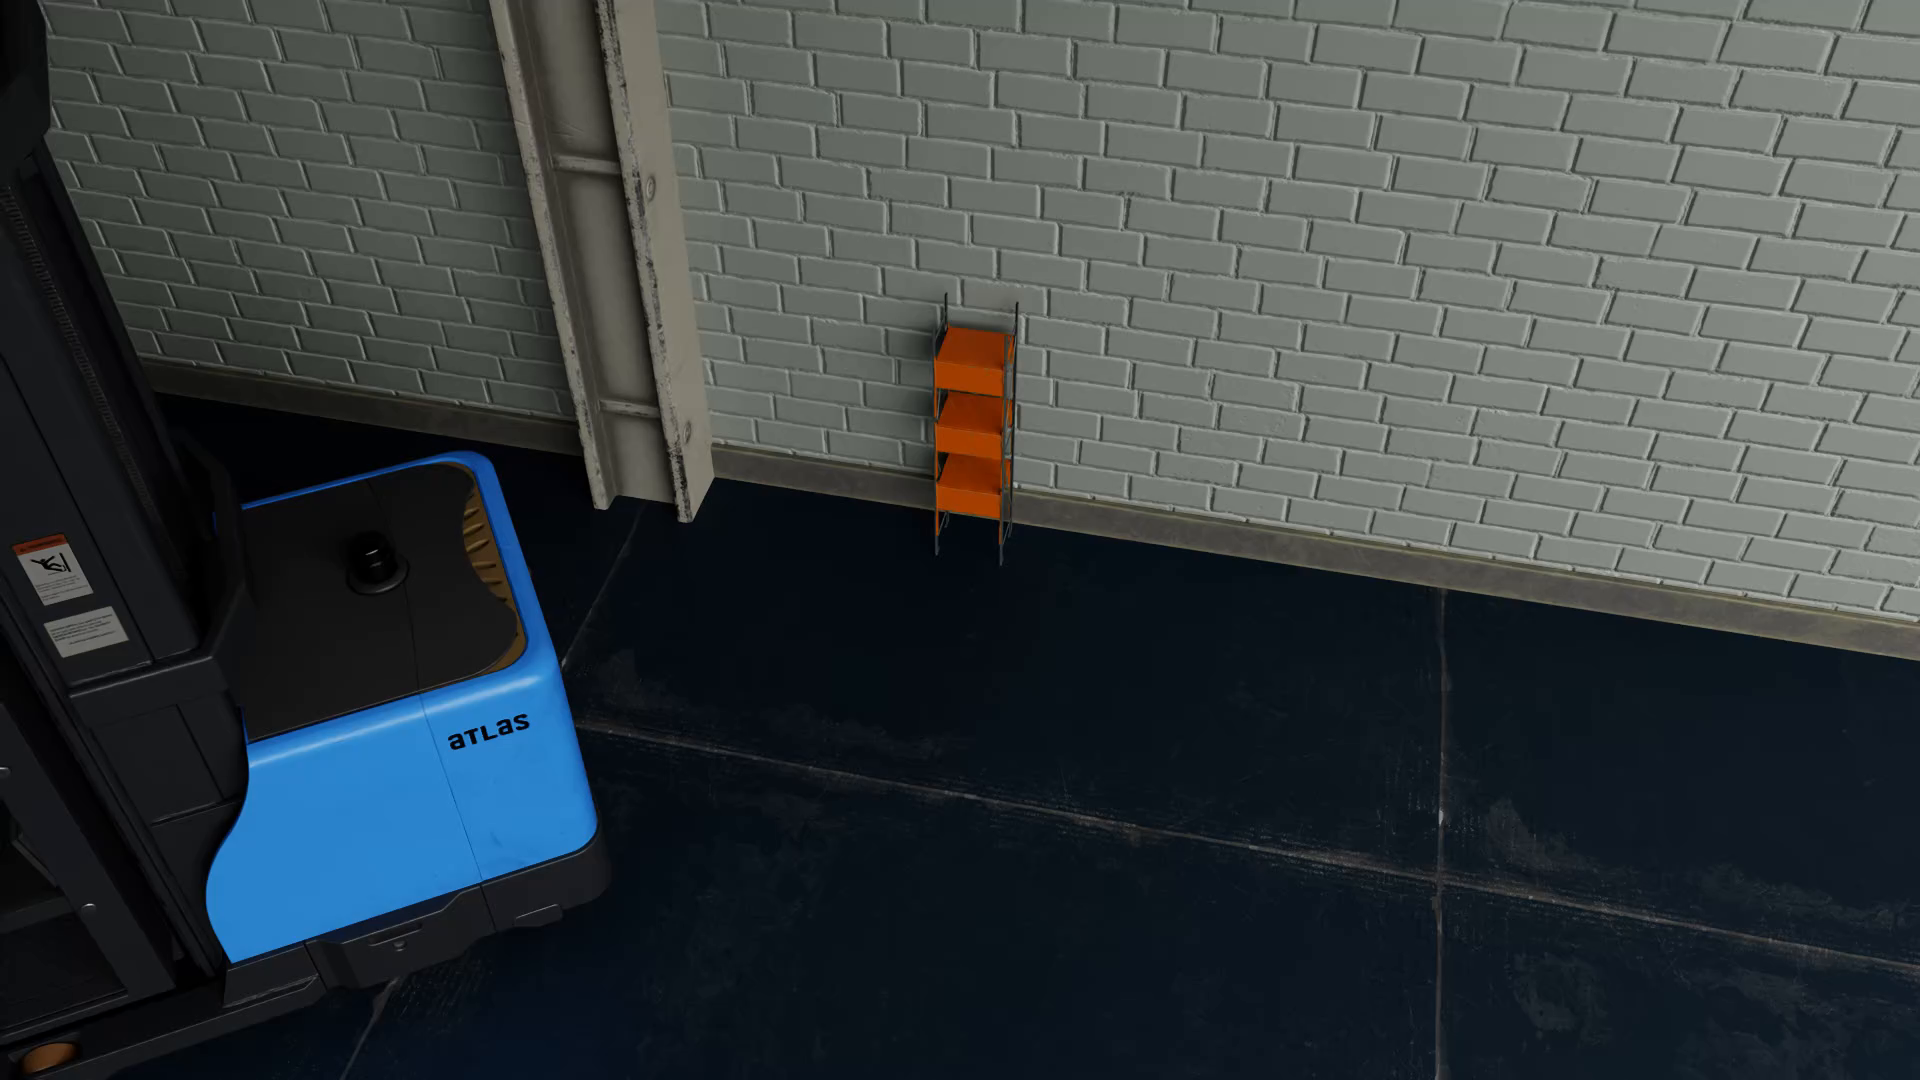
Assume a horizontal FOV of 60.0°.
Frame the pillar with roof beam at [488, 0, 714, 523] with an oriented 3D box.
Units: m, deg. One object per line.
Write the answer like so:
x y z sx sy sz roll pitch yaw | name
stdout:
-2.122 -0.527 0.309 0.400 9.000 9.100 9 45 9 | pillar with roof beam

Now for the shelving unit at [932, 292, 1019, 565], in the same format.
0.052 -0.370 5.877 0.252 1.050 0.215 9 45 9 | shelving unit

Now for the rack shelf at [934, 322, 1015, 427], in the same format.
0.052 -0.567 5.688 0.240 0.259 0.215 9 45 9 | rack shelf

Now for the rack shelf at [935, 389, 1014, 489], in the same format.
0.052 -0.363 5.885 0.240 0.259 0.215 9 45 9 | rack shelf

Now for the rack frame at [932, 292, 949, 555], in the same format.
-0.067 -0.389 5.897 0.008 1.050 0.200 9 45 9 | rack frame

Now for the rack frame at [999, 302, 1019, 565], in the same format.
0.171 -0.352 5.858 0.008 1.050 0.200 9 45 9 | rack frame

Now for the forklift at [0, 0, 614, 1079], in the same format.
-2.626 0.133 3.999 3.031 2.935 1.130 -16 46 -16 | forklift

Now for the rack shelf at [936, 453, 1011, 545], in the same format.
0.052 -0.162 6.078 0.240 0.259 0.215 9 45 9 | rack shelf
